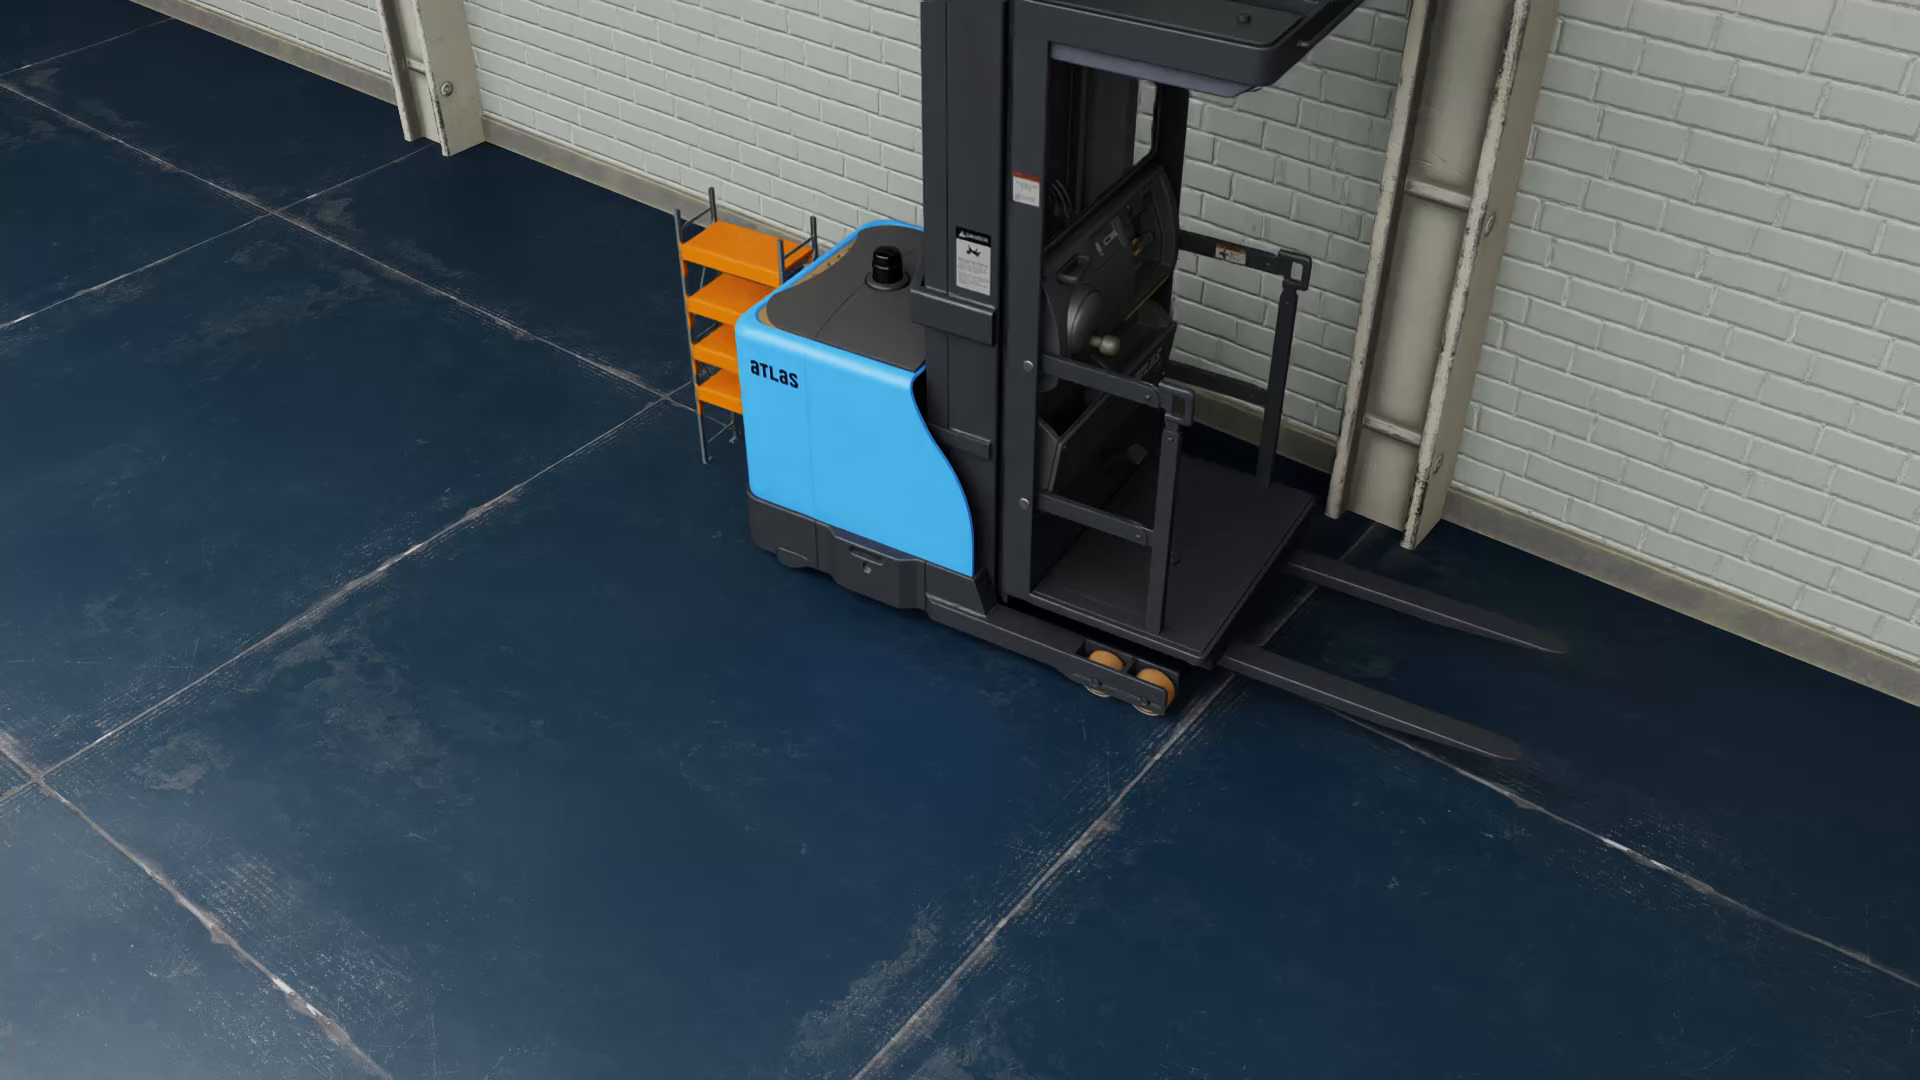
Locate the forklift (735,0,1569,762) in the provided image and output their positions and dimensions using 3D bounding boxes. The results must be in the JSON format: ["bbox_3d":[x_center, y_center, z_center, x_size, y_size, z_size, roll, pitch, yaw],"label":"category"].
[{"bbox_3d":[0.694,-0.903,5.526,3.031,2.935,1.130,20,42,23],"label":"forklift"}]

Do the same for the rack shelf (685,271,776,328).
[{"bbox_3d":[-0.831,-0.911,6.687,0.480,0.148,0.258,20,42,23],"label":"rack shelf"}]

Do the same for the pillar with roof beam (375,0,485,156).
[{"bbox_3d":[-5.624,-3.789,4.290,0.400,9.000,9.100,25,45,29],"label":"pillar with roof beam"}]

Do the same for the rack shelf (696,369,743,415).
[{"bbox_3d":[-0.831,-0.578,6.947,0.480,0.148,0.258,20,42,23],"label":"rack shelf"}]

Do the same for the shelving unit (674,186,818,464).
[{"bbox_3d":[-0.831,-0.788,6.783,0.503,1.200,0.258,20,42,23],"label":"shelving unit"}]

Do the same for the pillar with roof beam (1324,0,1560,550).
[{"bbox_3d":[-0.858,-1.542,1.420,0.400,9.000,9.100,25,45,29],"label":"pillar with roof beam"}]

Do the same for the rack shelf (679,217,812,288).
[{"bbox_3d":[-0.831,-1.097,6.541,0.480,0.148,0.258,20,42,23],"label":"rack shelf"}]

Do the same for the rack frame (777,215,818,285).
[{"bbox_3d":[-0.620,-0.712,6.686,0.015,1.200,0.240,20,42,23],"label":"rack frame"}]

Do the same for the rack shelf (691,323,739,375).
[{"bbox_3d":[-0.831,-0.735,6.824,0.480,0.148,0.258,20,42,23],"label":"rack shelf"}]

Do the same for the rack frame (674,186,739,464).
[{"bbox_3d":[-1.041,-0.864,6.880,0.015,1.200,0.240,20,42,23],"label":"rack frame"}]
